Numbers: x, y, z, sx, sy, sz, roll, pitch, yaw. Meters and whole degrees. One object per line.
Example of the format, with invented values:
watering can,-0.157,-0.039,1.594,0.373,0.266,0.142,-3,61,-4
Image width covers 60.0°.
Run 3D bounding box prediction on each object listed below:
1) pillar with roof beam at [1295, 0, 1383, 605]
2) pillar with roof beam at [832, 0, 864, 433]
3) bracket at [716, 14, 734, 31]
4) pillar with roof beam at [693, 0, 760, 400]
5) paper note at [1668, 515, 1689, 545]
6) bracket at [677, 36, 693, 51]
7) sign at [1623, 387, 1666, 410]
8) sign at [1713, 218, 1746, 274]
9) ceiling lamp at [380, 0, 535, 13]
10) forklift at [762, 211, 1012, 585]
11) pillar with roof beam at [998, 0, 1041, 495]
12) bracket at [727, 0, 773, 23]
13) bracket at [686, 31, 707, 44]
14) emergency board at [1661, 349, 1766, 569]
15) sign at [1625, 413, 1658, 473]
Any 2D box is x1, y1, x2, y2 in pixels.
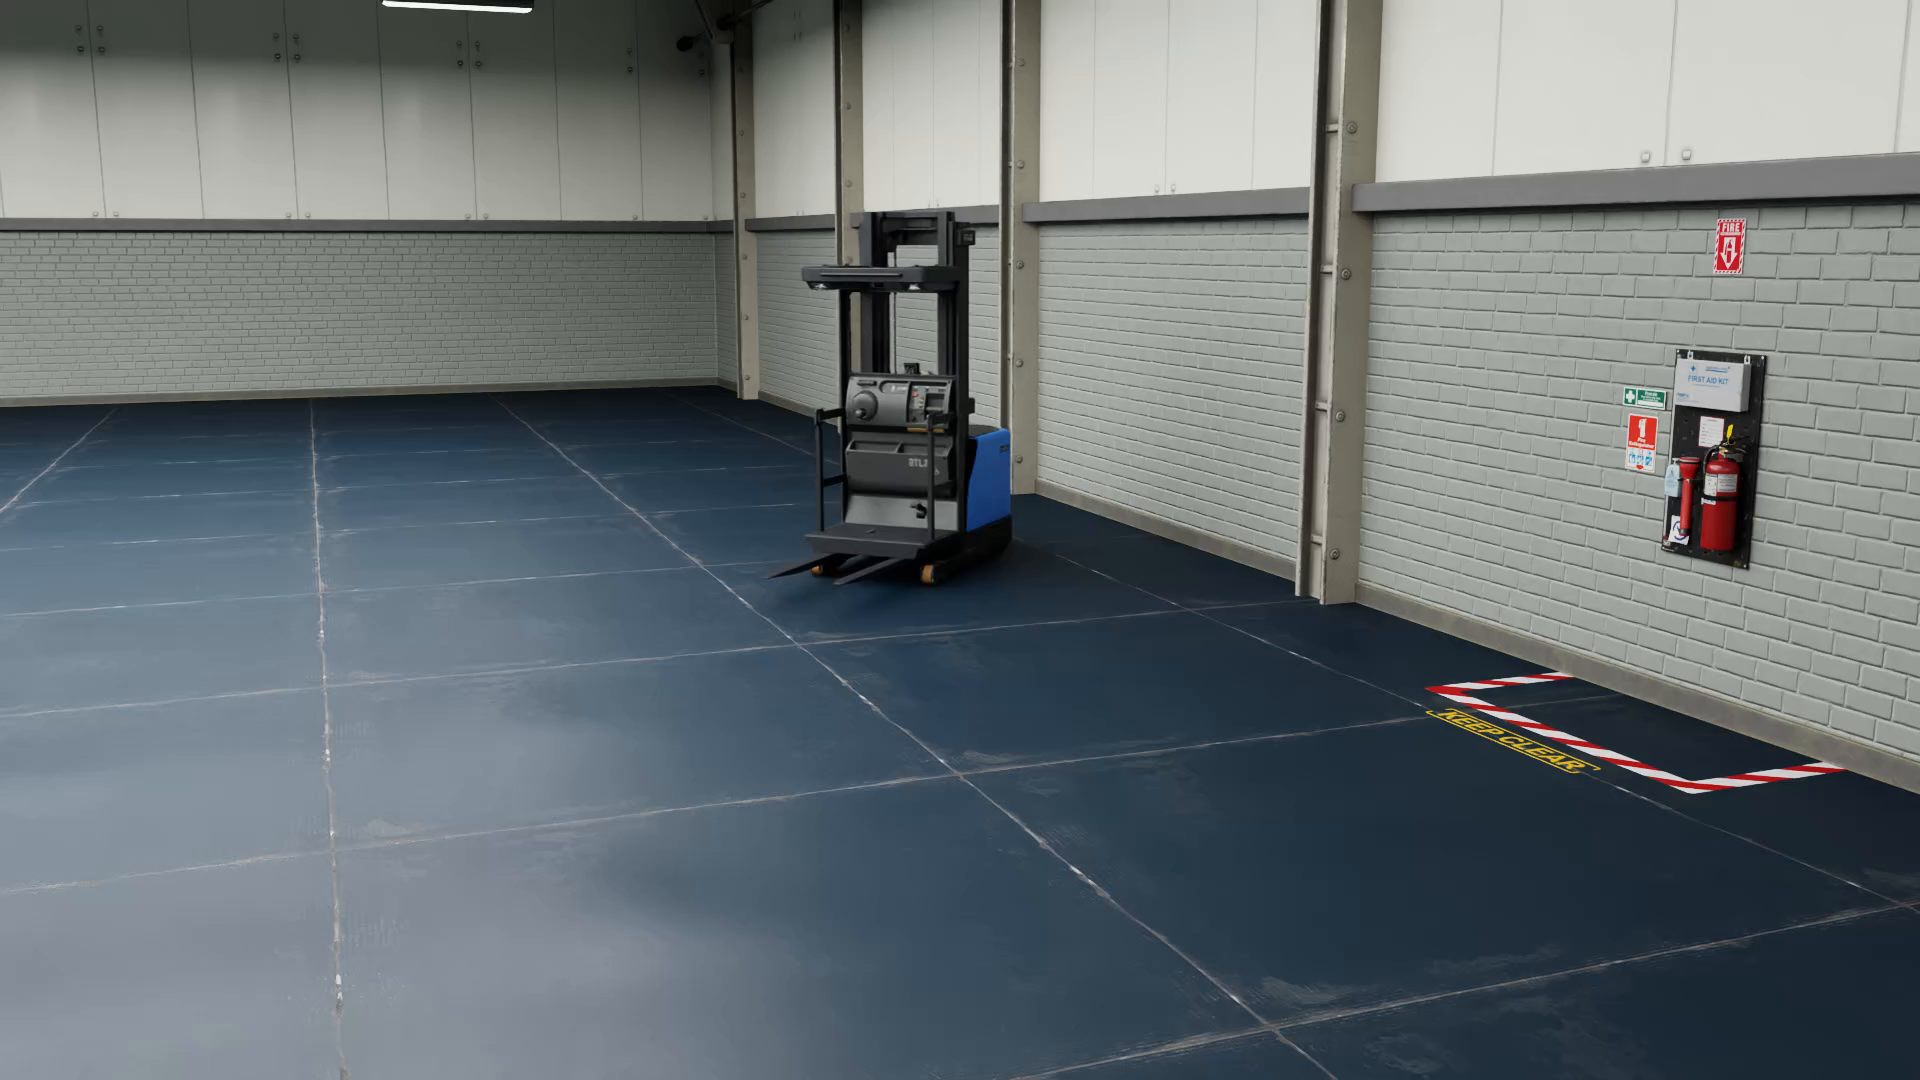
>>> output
pillar with roof beam,-1.206,-3.712,10.422,9.100,9.000,0.400,-4,11,-21
pillar with roof beam,-5.554,-5.671,21.434,9.100,9.000,0.400,-4,11,-21
bracket,-3.897,-8.605,27.653,0.235,0.232,0.430,-4,11,-21
pillar with roof beam,-7.729,-6.650,26.940,9.100,9.000,0.548,-4,11,-21
paper note,4.121,-0.058,9.523,0.016,0.148,0.142,-4,11,-21
bracket,-5.056,-9.127,30.589,0.235,0.232,0.430,-4,11,-21
sign,4.010,-0.832,9.747,0.001,0.109,0.331,-4,11,-21
sign,4.211,-1.607,9.099,0.001,0.298,0.199,-4,11,-21
ceiling lamp,-6.939,-8.852,22.649,2.000,3.185,0.800,-4,11,-21
forklift,-0.582,-1.168,13.449,1.130,2.935,3.031,4,11,23
pillar with roof beam,-3.380,-4.691,15.928,9.100,9.000,0.400,-4,11,-21
bracket,-2.963,-8.185,25.289,0.076,0.066,4.783,-4,11,-21
bracket,-4.842,-9.031,30.047,0.076,0.066,3.189,-4,11,-21
emergency board,4.121,-0.458,9.259,0.194,1.169,0.643,-4,11,-21
sign,4.016,-0.572,9.800,0.001,0.329,0.234,-4,11,-21
